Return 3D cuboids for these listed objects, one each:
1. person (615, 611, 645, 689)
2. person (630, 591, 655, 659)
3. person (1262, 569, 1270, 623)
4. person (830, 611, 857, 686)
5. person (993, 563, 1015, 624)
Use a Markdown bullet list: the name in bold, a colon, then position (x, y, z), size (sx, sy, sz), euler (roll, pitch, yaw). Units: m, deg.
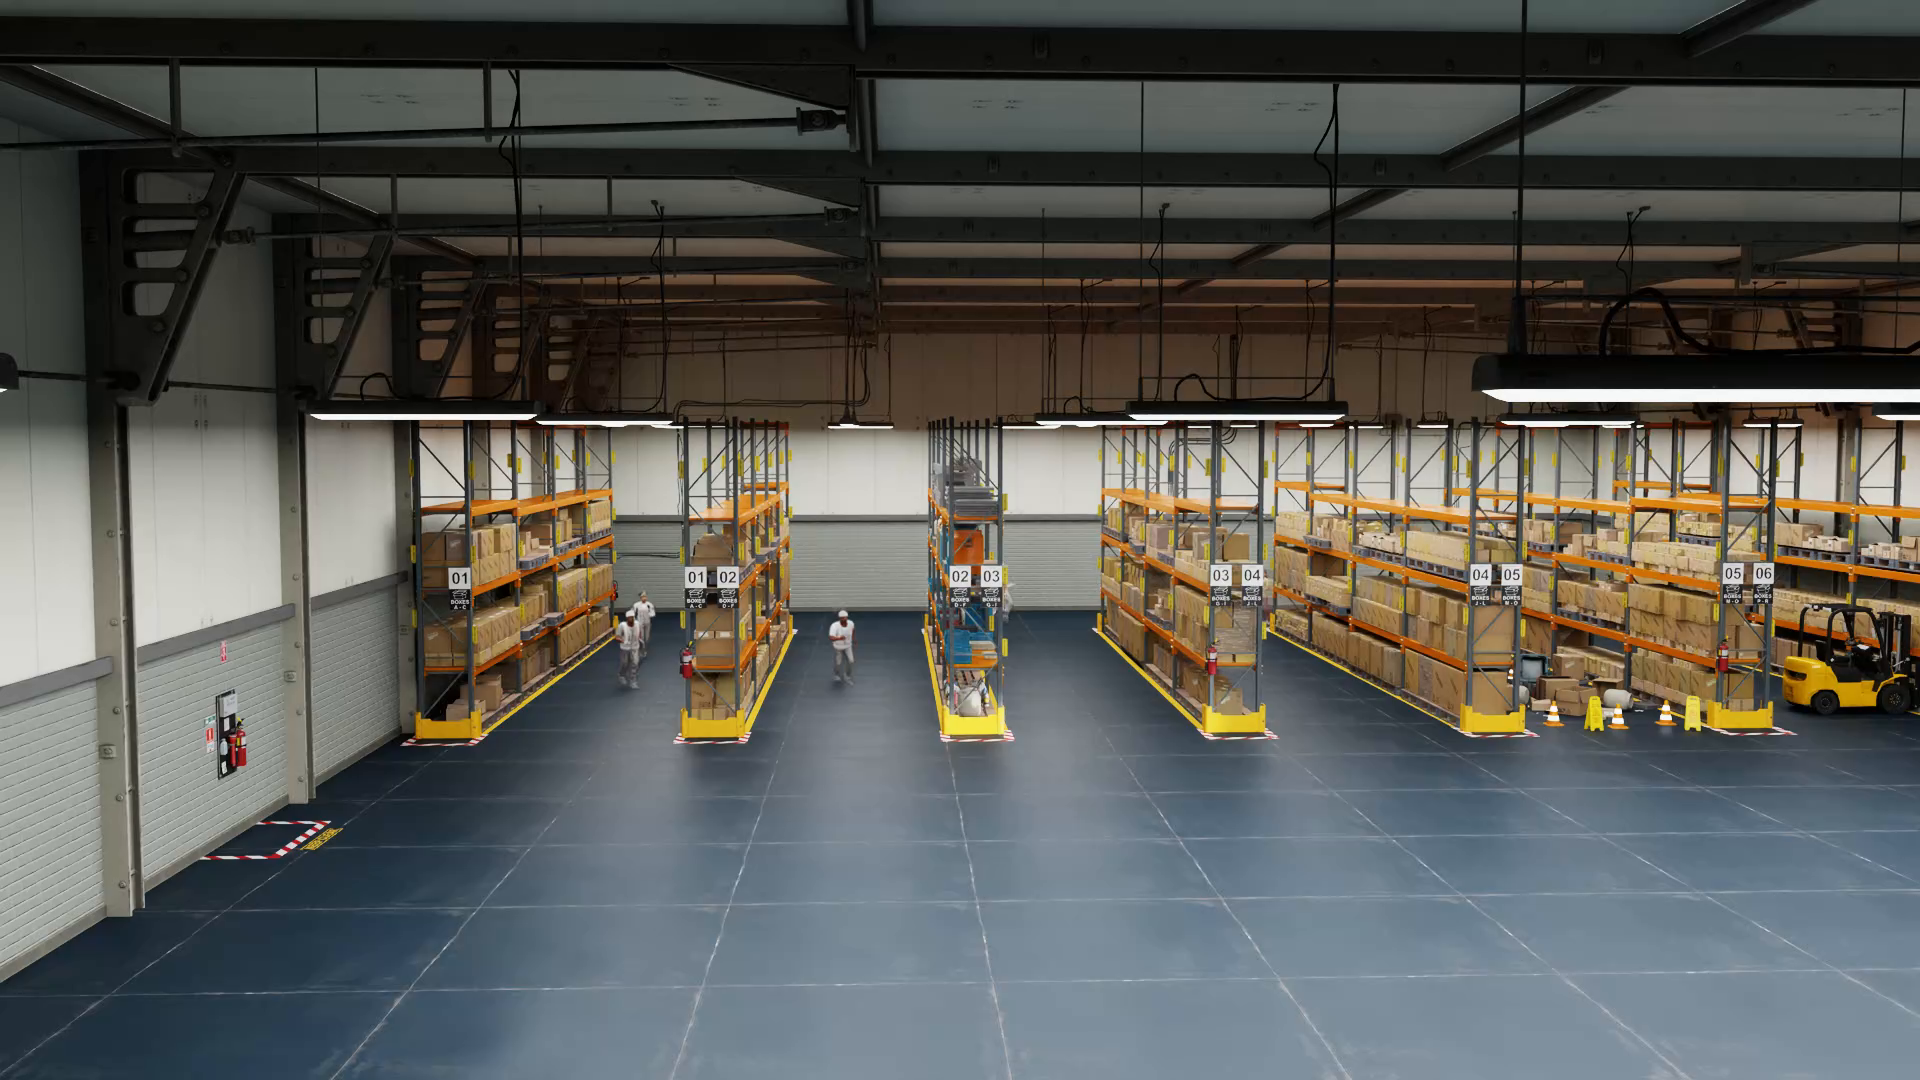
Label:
- **person**: position (-7.398, 2.427, 37.133), size (0.695, 1.750, 0.950), euler (-2, 4, -27)
- **person**: position (-7.989, 2.144, 41.956), size (0.597, 1.718, 0.694), euler (-1, 4, -19)
- **person**: position (8.915, 1.687, 48.889), size (0.788, 1.696, 0.539), euler (-4, 5, -43)
- **person**: position (-2.633, 2.428, 37.519), size (0.713, 1.717, 0.974), euler (-1, 4, -20)
- **person**: position (1.271, 1.603, 49.505), size (0.834, 1.827, 0.654), euler (1, 4, 19)
